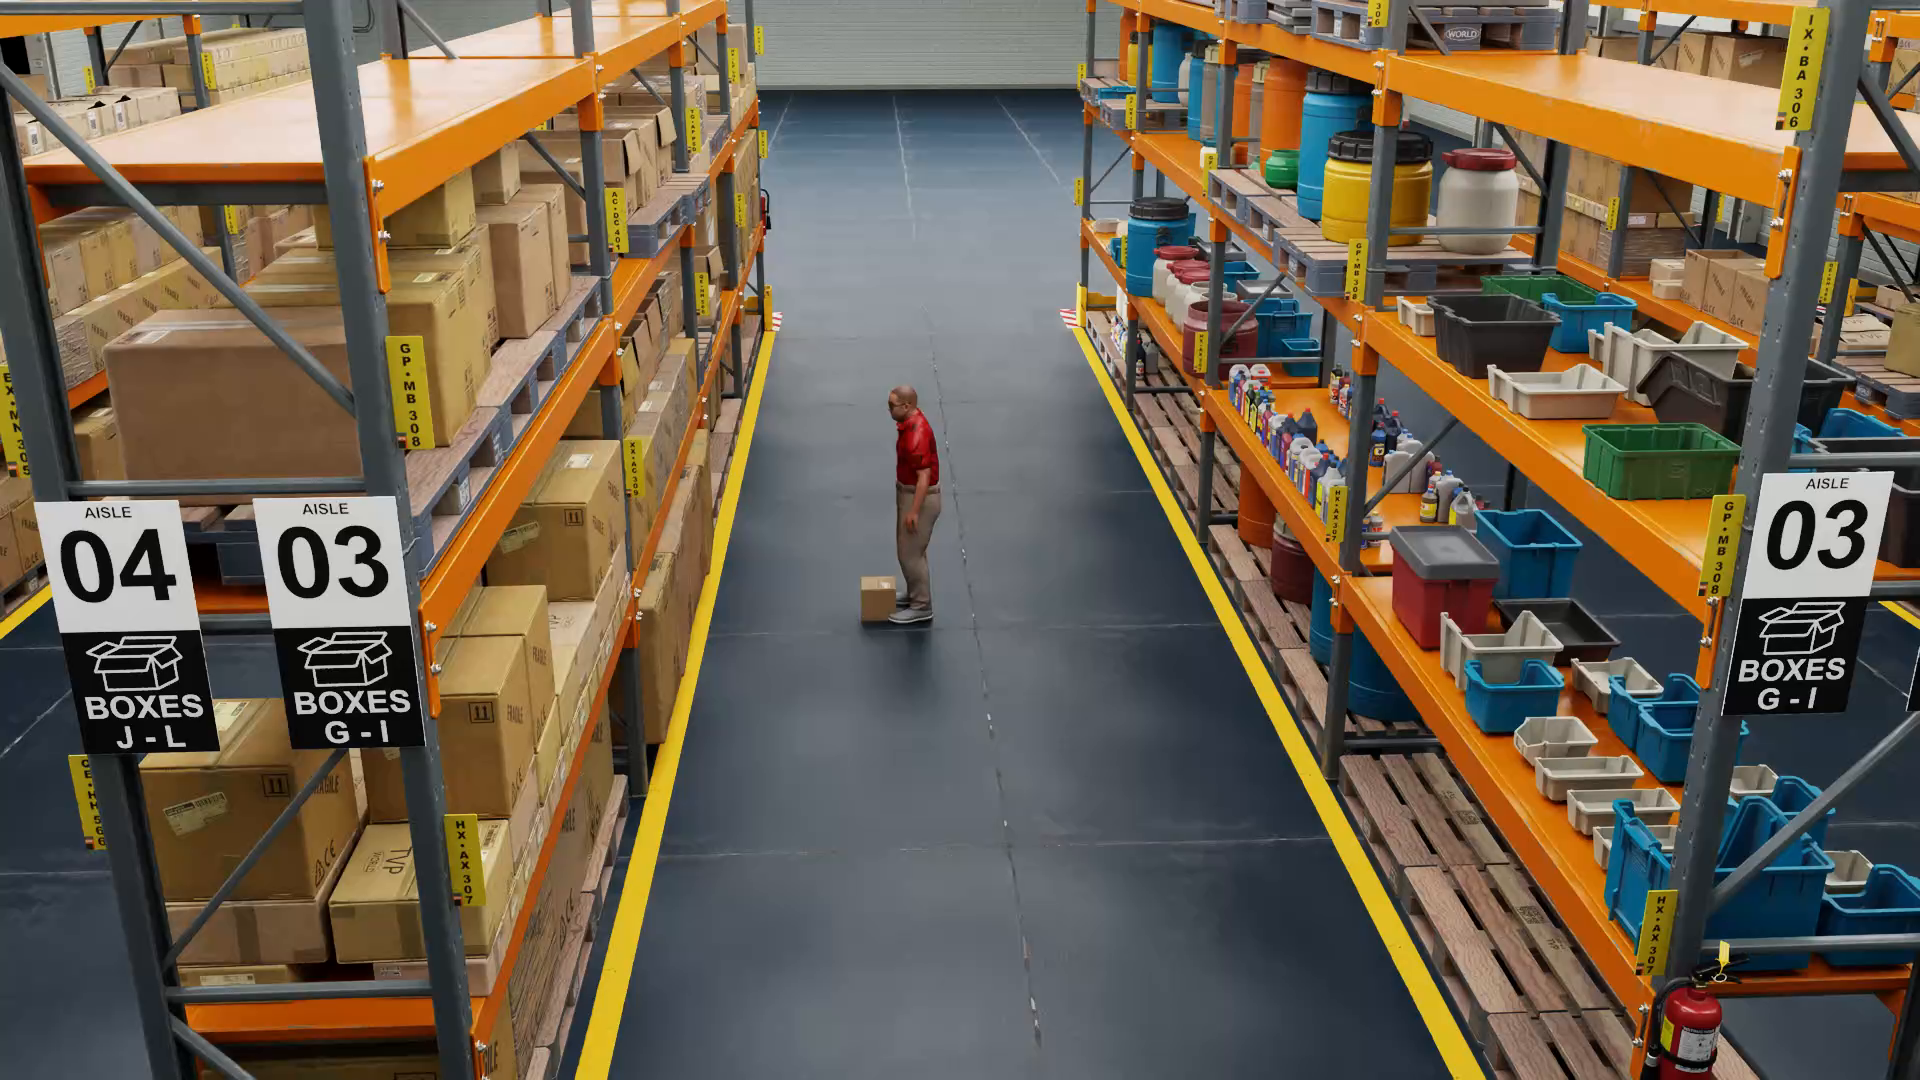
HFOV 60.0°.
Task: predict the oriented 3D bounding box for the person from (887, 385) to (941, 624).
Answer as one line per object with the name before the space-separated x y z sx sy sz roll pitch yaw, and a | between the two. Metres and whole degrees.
person | -0.338 -0.272 11.833 0.393 1.727 0.606 -2 20 -6
